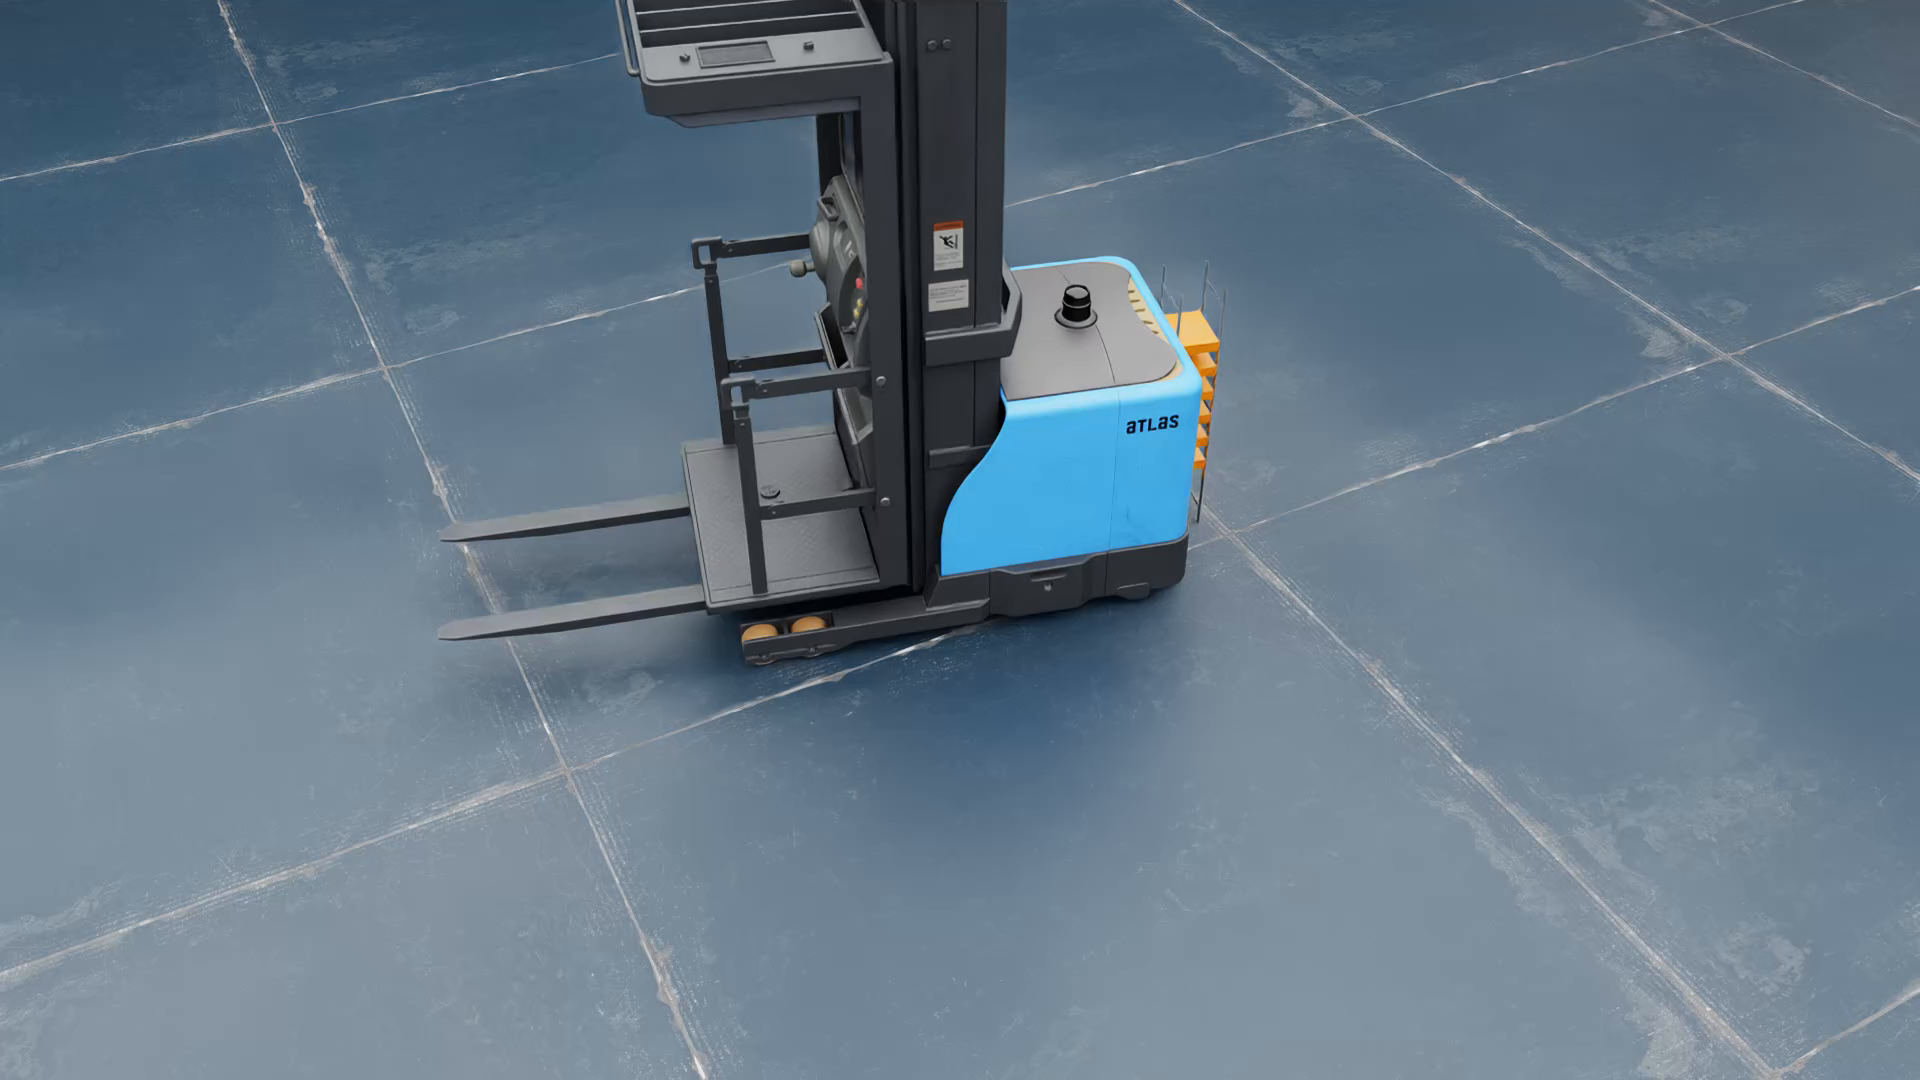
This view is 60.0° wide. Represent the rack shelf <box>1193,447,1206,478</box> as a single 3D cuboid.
[{"bbox_3d":[0.936,-0.372,7.201,0.180,0.103,0.258,-8,41,-10],"label":"rack shelf"}]

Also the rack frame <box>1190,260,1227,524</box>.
[{"bbox_3d":[1.025,-0.602,7.033,0.006,1.200,0.240,-8,41,-10],"label":"rack frame"}]

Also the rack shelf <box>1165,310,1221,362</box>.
[{"bbox_3d":[0.936,-0.830,6.813,0.180,0.103,0.258,-8,41,-10],"label":"rack shelf"}]

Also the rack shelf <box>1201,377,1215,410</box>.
[{"bbox_3d":[0.936,-0.647,6.968,0.180,0.103,0.258,-8,41,-10],"label":"rack shelf"}]

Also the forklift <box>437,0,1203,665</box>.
[{"bbox_3d":[-0.628,-0.996,6.158,3.031,2.935,1.130,-8,41,-10],"label":"forklift"}]

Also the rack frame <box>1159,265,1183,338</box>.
[{"bbox_3d":[0.846,-0.576,7.001,0.006,1.200,0.240,-8,41,-10],"label":"rack frame"}]

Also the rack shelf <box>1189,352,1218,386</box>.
[{"bbox_3d":[0.936,-0.738,6.891,0.180,0.103,0.258,-8,41,-10],"label":"rack shelf"}]

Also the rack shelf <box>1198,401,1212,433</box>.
[{"bbox_3d":[0.936,-0.555,7.046,0.180,0.103,0.258,-8,41,-10],"label":"rack shelf"}]

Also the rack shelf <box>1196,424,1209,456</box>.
[{"bbox_3d":[0.936,-0.463,7.123,0.180,0.103,0.258,-8,41,-10],"label":"rack shelf"}]

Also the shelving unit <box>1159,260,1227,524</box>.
[{"bbox_3d":[0.936,-0.589,7.017,0.189,1.200,0.258,-8,41,-10],"label":"shelving unit"}]
